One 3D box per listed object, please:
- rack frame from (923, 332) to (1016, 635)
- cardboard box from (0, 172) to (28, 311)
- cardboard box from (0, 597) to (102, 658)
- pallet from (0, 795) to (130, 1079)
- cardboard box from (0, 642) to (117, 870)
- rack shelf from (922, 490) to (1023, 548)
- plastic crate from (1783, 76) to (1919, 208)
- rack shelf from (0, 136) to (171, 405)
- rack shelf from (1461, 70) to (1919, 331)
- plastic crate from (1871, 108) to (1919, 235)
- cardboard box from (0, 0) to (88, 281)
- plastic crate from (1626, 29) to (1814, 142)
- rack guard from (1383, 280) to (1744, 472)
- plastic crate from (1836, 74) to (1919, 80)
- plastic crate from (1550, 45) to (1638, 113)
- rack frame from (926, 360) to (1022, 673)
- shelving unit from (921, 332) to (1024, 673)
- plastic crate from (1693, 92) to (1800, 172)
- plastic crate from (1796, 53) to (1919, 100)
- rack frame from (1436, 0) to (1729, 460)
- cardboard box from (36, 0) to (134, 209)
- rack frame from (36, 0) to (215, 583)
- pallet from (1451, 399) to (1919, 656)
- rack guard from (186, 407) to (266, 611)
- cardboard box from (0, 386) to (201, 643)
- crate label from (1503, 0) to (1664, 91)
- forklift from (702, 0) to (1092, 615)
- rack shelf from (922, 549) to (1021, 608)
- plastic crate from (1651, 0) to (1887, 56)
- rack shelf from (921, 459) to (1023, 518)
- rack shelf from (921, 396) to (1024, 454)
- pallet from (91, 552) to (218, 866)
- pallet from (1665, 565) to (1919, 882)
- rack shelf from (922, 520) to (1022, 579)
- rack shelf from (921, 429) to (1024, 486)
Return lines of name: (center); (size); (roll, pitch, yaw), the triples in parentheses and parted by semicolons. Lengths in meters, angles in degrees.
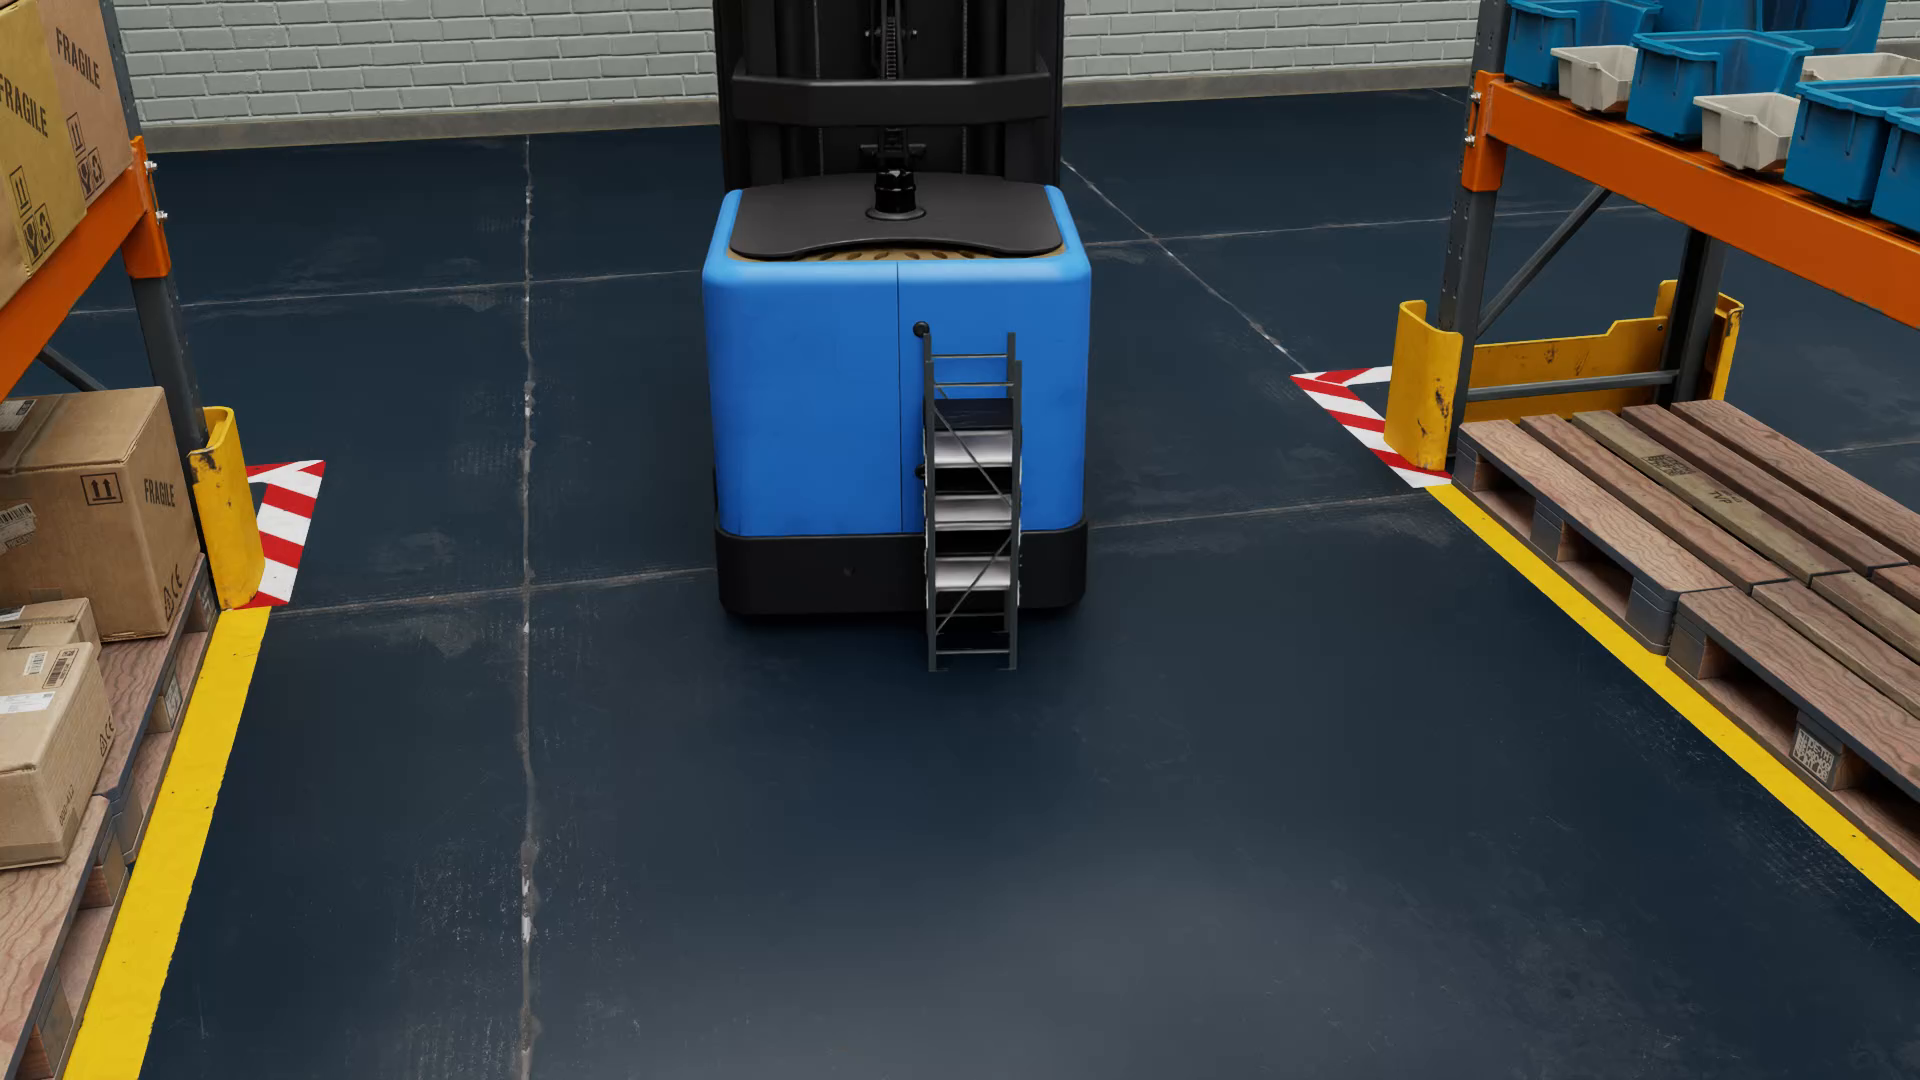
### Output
rack frame: (0.025, -0.135, 4.519); (0.240, 0.900, 0.006); (-1, 27, -3)
cardboard box: (-2.102, -0.621, 3.041); (0.500, 0.500, 0.500); (-6, 27, -11)
cardboard box: (-2.329, 0.277, 4.029); (0.380, 0.166, 0.250); (-6, 27, -12)
pallet: (-2.226, 0.970, 3.094); (1.003, 0.211, 1.213); (-6, 27, -12)
cardboard box: (-2.148, 0.472, 3.548); (0.500, 0.250, 0.500); (-6, 27, -12)
rack shelf: (0.030, -0.060, 4.444); (0.258, 0.077, 0.200); (-1, 27, -3)
plastic crate: (2.163, -0.926, 3.875); (0.416, 0.233, 0.300); (-6, 27, -12)
rack shelf: (-2.245, 0.007, 2.706); (1.077, 0.370, 4.000); (-6, 27, -12)
rack shelf: (2.582, -0.495, 3.699); (1.077, 0.370, 4.000); (-6, 27, -12)
plastic crate: (2.231, -0.794, 3.614); (0.416, 0.233, 0.300); (-6, 27, -12)
cardboard box: (-2.209, -0.841, 3.476); (0.500, 0.500, 0.500); (-6, 27, -11)
plastic crate: (2.015, -1.215, 4.447); (0.416, 0.233, 0.300); (-6, 27, -12)
rack guard: (2.113, -0.587, 5.858); (1.175, 0.500, 0.348); (-6, 27, -12)
plastic crate: (2.543, -1.134, 4.395); (0.396, 0.136, 0.243); (-6, 27, -12)
plastic crate: (1.858, -1.312, 4.746); (0.250, 0.136, 0.298); (-6, 27, -12)
rack frame: (0.035, -0.044, 4.338); (0.240, 0.900, 0.006); (-1, 27, -3)
shelving unit: (0.030, -0.089, 4.428); (0.258, 0.900, 0.210); (-1, 27, -3)
plastic crate: (2.011, -1.014, 4.156); (0.250, 0.136, 0.298); (-6, 27, -12)
plastic crate: (2.492, -1.263, 4.650); (0.396, 0.136, 0.243); (-6, 27, -12)
rack frame: (2.132, -1.694, 5.277); (1.000, 3.000, 0.127); (-6, 27, -12)
cardboard box: (-2.329, -1.068, 3.926); (0.500, 0.500, 0.500); (-5, 27, -10)
rack frame: (-2.695, -1.192, 4.283); (1.000, 3.000, 0.127); (-6, 27, -12)
pallet: (2.280, -0.083, 5.180); (1.003, 0.211, 1.213); (-6, 27, -12)
rack guard: (-2.678, -0.043, 4.781); (1.175, 0.500, 0.348); (-6, 27, -12)
cardboard box: (-2.333, -0.059, 4.324); (0.500, 0.500, 0.500); (-6, 27, -12)
crate label: (1.866, -1.504, 5.020); (0.416, 0.233, 0.303); (-6, 27, -12)
forklift: (-0.232, -1.724, 5.412); (1.130, 2.935, 3.031); (-1, 27, -3)
rack shelf: (0.030, 0.101, 4.525); (0.258, 0.077, 0.200); (-1, 27, -3)
plastic crate: (2.389, -1.608, 5.002); (0.616, 0.435, 0.499); (-6, 27, -12)
rack shelf: (0.030, -0.140, 4.403); (0.258, 0.077, 0.200); (-1, 27, -3)
rack shelf: (0.030, -0.301, 4.322); (0.258, 0.077, 0.200); (-1, 27, -3)
pallet: (-2.498, 0.436, 4.153); (1.003, 0.211, 1.213); (-6, 27, -12)
pallet: (2.551, 0.452, 4.121); (1.003, 0.211, 1.213); (-6, 27, -12)
rack shelf: (0.030, 0.021, 4.484); (0.258, 0.077, 0.200); (-1, 27, -3)
rack shelf: (0.030, -0.220, 4.362); (0.258, 0.077, 0.200); (-1, 27, -3)
